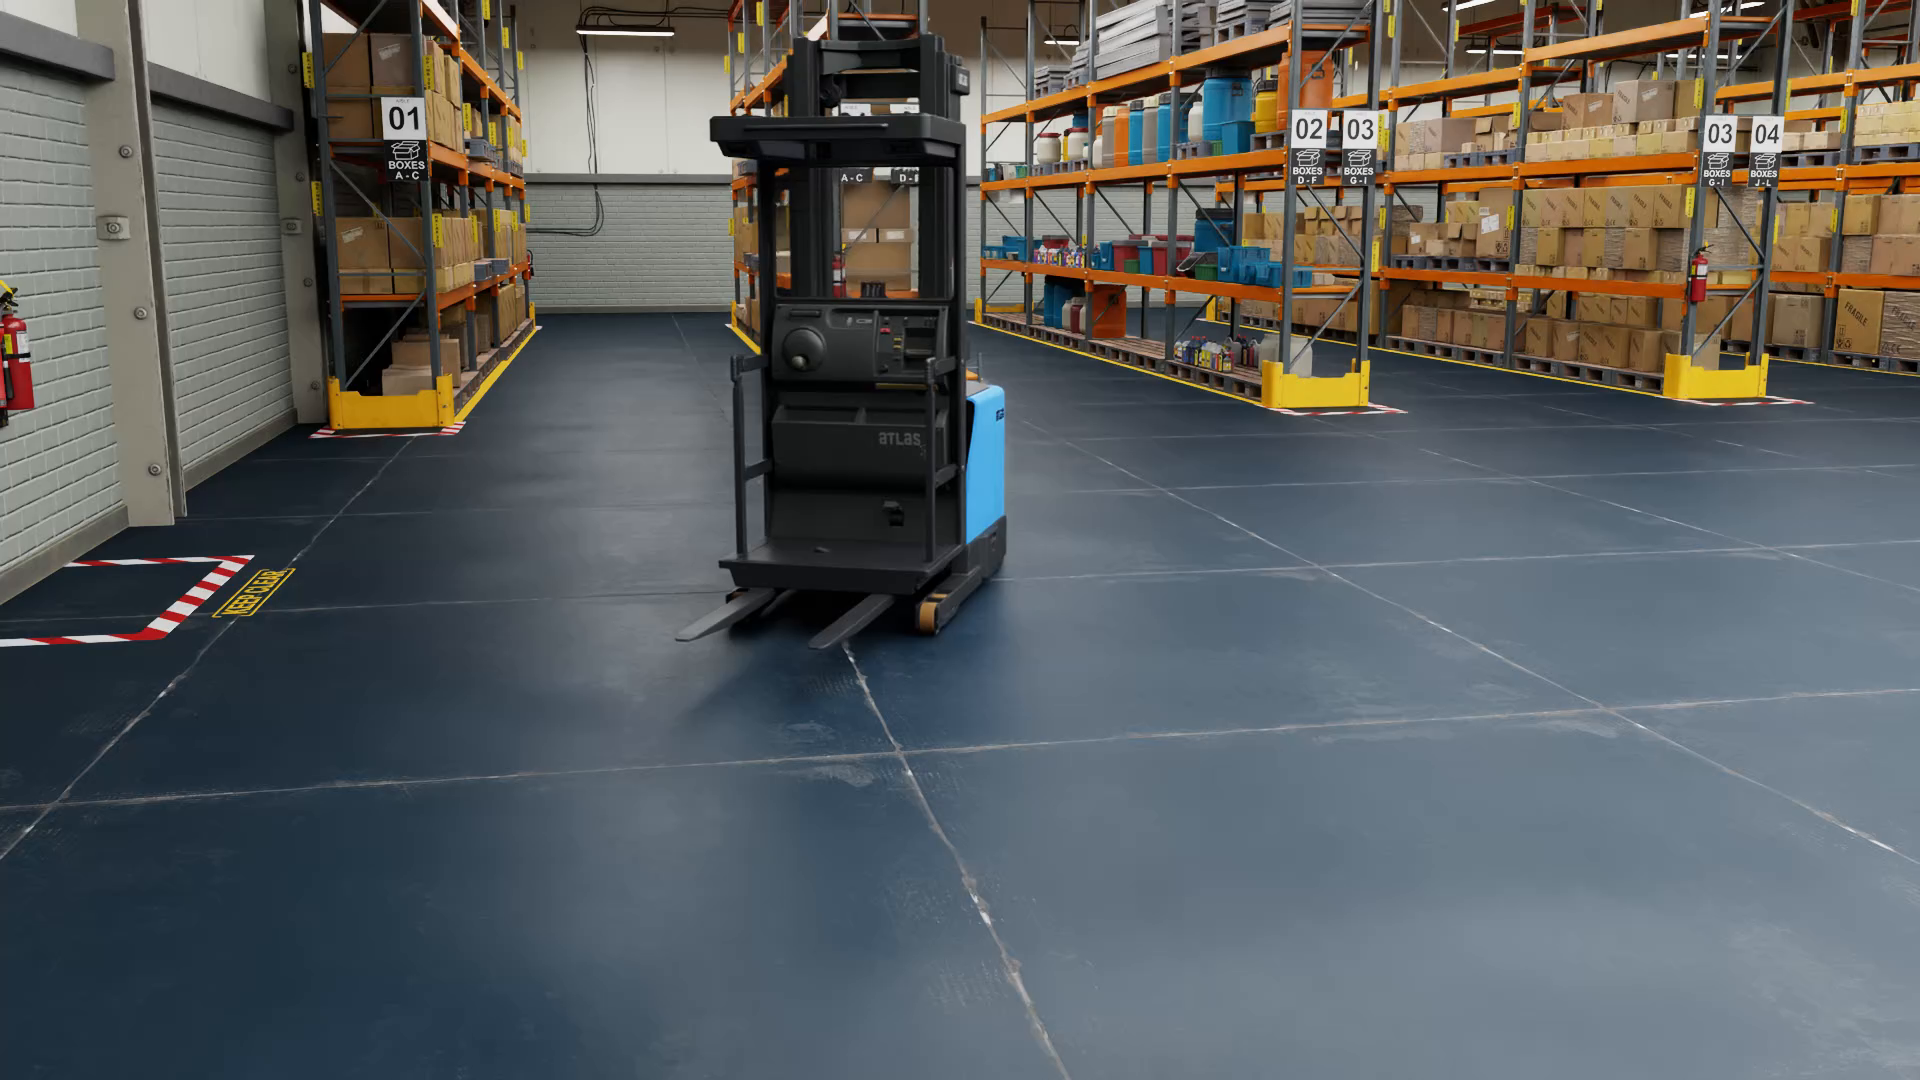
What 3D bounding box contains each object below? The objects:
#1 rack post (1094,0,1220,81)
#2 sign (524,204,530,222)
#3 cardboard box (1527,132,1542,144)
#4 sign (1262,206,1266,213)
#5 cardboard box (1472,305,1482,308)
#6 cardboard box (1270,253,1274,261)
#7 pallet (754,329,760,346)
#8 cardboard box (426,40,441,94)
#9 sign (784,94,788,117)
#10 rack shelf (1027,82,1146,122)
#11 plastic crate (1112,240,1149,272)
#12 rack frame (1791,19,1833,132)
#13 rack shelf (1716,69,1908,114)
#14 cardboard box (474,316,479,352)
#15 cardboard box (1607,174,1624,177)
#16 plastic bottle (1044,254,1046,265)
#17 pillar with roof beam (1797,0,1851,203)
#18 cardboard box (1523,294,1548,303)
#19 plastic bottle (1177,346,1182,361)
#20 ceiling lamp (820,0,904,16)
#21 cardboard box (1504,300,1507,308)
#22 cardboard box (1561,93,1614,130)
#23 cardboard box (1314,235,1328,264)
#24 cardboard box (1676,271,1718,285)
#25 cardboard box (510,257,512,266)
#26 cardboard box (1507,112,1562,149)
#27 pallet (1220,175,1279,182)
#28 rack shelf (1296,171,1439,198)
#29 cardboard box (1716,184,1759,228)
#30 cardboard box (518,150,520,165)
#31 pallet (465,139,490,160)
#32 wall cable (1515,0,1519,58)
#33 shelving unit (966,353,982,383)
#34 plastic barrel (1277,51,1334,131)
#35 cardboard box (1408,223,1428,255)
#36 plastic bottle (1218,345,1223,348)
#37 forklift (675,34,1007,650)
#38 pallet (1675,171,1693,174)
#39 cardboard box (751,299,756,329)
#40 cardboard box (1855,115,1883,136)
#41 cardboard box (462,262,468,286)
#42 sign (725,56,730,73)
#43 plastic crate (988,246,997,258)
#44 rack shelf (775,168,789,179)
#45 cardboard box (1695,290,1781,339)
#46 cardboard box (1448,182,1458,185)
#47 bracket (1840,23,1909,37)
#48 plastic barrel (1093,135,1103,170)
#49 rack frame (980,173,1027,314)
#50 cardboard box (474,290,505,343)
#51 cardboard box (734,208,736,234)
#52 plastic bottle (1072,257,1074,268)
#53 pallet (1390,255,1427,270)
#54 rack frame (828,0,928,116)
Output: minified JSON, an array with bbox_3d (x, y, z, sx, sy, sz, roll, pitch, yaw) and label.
[{"bbox_3d":[2.784,-7.106,23.427,1.013,1.000,3.121,-2,11,-11],"label":"rack post"},{"bbox_3d":[-8.266,-6.245,31.756,0.100,0.325,0.005,-2,11,-11],"label":"sign"},{"bbox_3d":[7.871,-5.407,22.396,0.380,0.149,0.250,-2,11,-13],"label":"cardboard box"},{"bbox_3d":[6.311,-6.786,34.595,0.100,0.325,0.005,-2,11,-11],"label":"sign"},{"bbox_3d":[10.683,-4.710,33.921,0.380,0.149,0.250,-3,11,-14],"label":"cardboard box"},{"bbox_3d":[6.073,-5.365,31.531,0.380,0.149,0.250,-2,11,-12],"label":"cardboard box"},{"bbox_3d":[-2.969,-3.472,28.376,1.003,0.211,1.213,-2,11,-11],"label":"pallet"},{"bbox_3d":[-5.573,-4.805,16.904,0.500,0.500,0.500,-2,11,-12],"label":"cardboard box"},{"bbox_3d":[-2.139,-5.383,20.712,0.100,0.325,0.005,-2,11,-11],"label":"sign"},{"bbox_3d":[2.084,-7.200,27.451,1.077,0.370,4.000,-2,11,-11],"label":"rack shelf"},{"bbox_3d":[2.487,-4.160,24.359,0.402,0.464,0.583,-2,11,-11],"label":"plastic crate"},{"bbox_3d":[16.274,-8.657,32.113,1.000,3.000,0.127,-2,11,-11],"label":"rack frame"},{"bbox_3d":[12.606,-6.808,25.393,1.077,0.370,4.000,-2,11,-11],"label":"rack shelf"},{"bbox_3d":[-7.067,-2.835,23.078,0.700,0.500,0.500,-2,11,-11],"label":"cardboard box"},{"bbox_3d":[11.653,-6.579,28.951,0.500,0.500,0.500,-2,11,-11],"label":"cardboard box"},{"bbox_3d":[1.497,-4.866,28.771,0.097,0.201,0.097,0,11,0],"label":"plastic bottle"},{"bbox_3d":[16.502,-9.943,38.868,9.100,9.000,0.548,-2,11,-11],"label":"pillar with roof beam"},{"bbox_3d":[11.114,-4.665,32.096,0.380,0.149,0.250,-2,11,-9],"label":"cardboard box"},{"bbox_3d":[2.903,-2.451,21.858,0.097,0.201,0.097,0,11,0],"label":"plastic bottle"},{"bbox_3d":[-2.009,-12.121,34.700,2.000,3.185,0.800,-2,11,-11],"label":"ceiling lamp"},{"bbox_3d":[10.979,-4.657,32.847,0.380,0.149,0.250,-2,11,-10],"label":"cardboard box"},{"bbox_3d":[8.447,-5.724,22.323,0.500,0.500,0.500,-2,11,-13],"label":"cardboard box"},{"bbox_3d":[6.594,-5.121,29.314,0.500,0.500,0.500,-2,11,-12],"label":"cardboard box"},{"bbox_3d":[8.630,-3.070,19.476,0.380,0.149,0.250,-2,11,-11],"label":"cardboard box"},{"bbox_3d":[-7.607,-4.599,27.453,0.380,0.149,0.250,-2,11,-10],"label":"cardboard box"},{"bbox_3d":[8.115,-5.703,23.215,0.797,0.503,0.637,-3,11,-14],"label":"cardboard box"},{"bbox_3d":[5.930,-7.378,33.650,1.003,0.211,1.213,-2,11,-11],"label":"pallet"},{"bbox_3d":[6.943,-6.103,28.641,1.077,0.370,4.000,-2,11,-11],"label":"rack shelf"},{"bbox_3d":[9.048,-3.946,19.669,0.500,0.500,0.500,-2,11,-11],"label":"cardboard box"},{"bbox_3d":[-8.295,-6.978,30.325,0.500,0.250,0.500,-3,11,-13],"label":"cardboard box"},{"bbox_3d":[-6.482,-4.840,20.585,1.213,0.211,1.003,-2,11,-11],"label":"pallet"},{"bbox_3d":[12.596,-13.314,40.536,2.355,3.000,0.029,-2,11,-11],"label":"wall cable"},{"bbox_3d":[-0.032,-0.620,10.744,0.258,1.200,0.503,-2,11,-11],"label":"shelving unit"},{"bbox_3d":[3.810,-4.944,18.355,0.600,0.830,0.708,-2,11,-11],"label":"plastic barrel"},{"bbox_3d":[7.476,-4.774,26.365,0.500,0.500,0.500,-4,11,-18],"label":"cardboard box"},{"bbox_3d":[3.261,-2.315,20.943,0.152,0.276,0.135,-2,11,-11],"label":"plastic bottle"},{"bbox_3d":[-0.565,-1.049,8.370,1.130,2.935,3.031,3,11,13],"label":"forklift"},{"bbox_3d":[12.394,-6.042,26.904,1.213,0.211,1.003,-2,11,-8],"label":"pallet"},{"bbox_3d":[-3.309,-3.881,28.572,0.500,0.500,0.500,-3,11,-14],"label":"cardboard box"},{"bbox_3d":[12.815,-5.746,23.055,0.500,0.250,0.500,-2,11,-11],"label":"cardboard box"},{"bbox_3d":[-5.875,-3.019,18.883,0.500,0.250,0.500,-2,11,-11],"label":"cardboard box"},{"bbox_3d":[-4.474,-9.149,31.987,0.100,0.325,0.005,-2,11,-11],"label":"sign"},{"bbox_3d":[0.770,-5.672,32.764,0.416,0.233,0.300,-2,11,-11],"label":"plastic crate"},{"bbox_3d":[-1.997,-5.010,22.897,1.077,0.370,4.000,-2,11,-11],"label":"rack shelf"},{"bbox_3d":[12.420,-3.604,26.502,1.050,0.750,0.750,-2,11,-10],"label":"cardboard box"},{"bbox_3d":[10.497,-7.553,34.738,0.500,0.250,0.500,-2,11,-9],"label":"cardboard box"},{"bbox_3d":[20.961,-11.303,36.387,0.076,0.066,4.783,-2,11,-11],"label":"bracket"},{"bbox_3d":[2.233,-5.896,25.331,0.421,0.512,0.421,0,11,0],"label":"plastic barrel"},{"bbox_3d":[0.917,-5.903,33.689,1.000,3.000,0.127,-2,11,-11],"label":"rack frame"},{"bbox_3d":[-7.259,-3.366,24.983,0.750,0.750,0.750,-2,11,-12],"label":"cardboard box"},{"bbox_3d":[-4.114,-6.173,32.165,0.500,0.500,0.500,-2,11,-9],"label":"cardboard box"},{"bbox_3d":[1.870,-4.515,26.925,0.097,0.201,0.097,0,11,0],"label":"plastic bottle"},{"bbox_3d":[7.575,-4.395,26.278,1.213,0.211,1.003,-2,11,-11],"label":"pallet"},{"bbox_3d":[-0.830,-5.736,16.768,1.000,3.000,0.127,-2,11,-11],"label":"rack frame"}]
